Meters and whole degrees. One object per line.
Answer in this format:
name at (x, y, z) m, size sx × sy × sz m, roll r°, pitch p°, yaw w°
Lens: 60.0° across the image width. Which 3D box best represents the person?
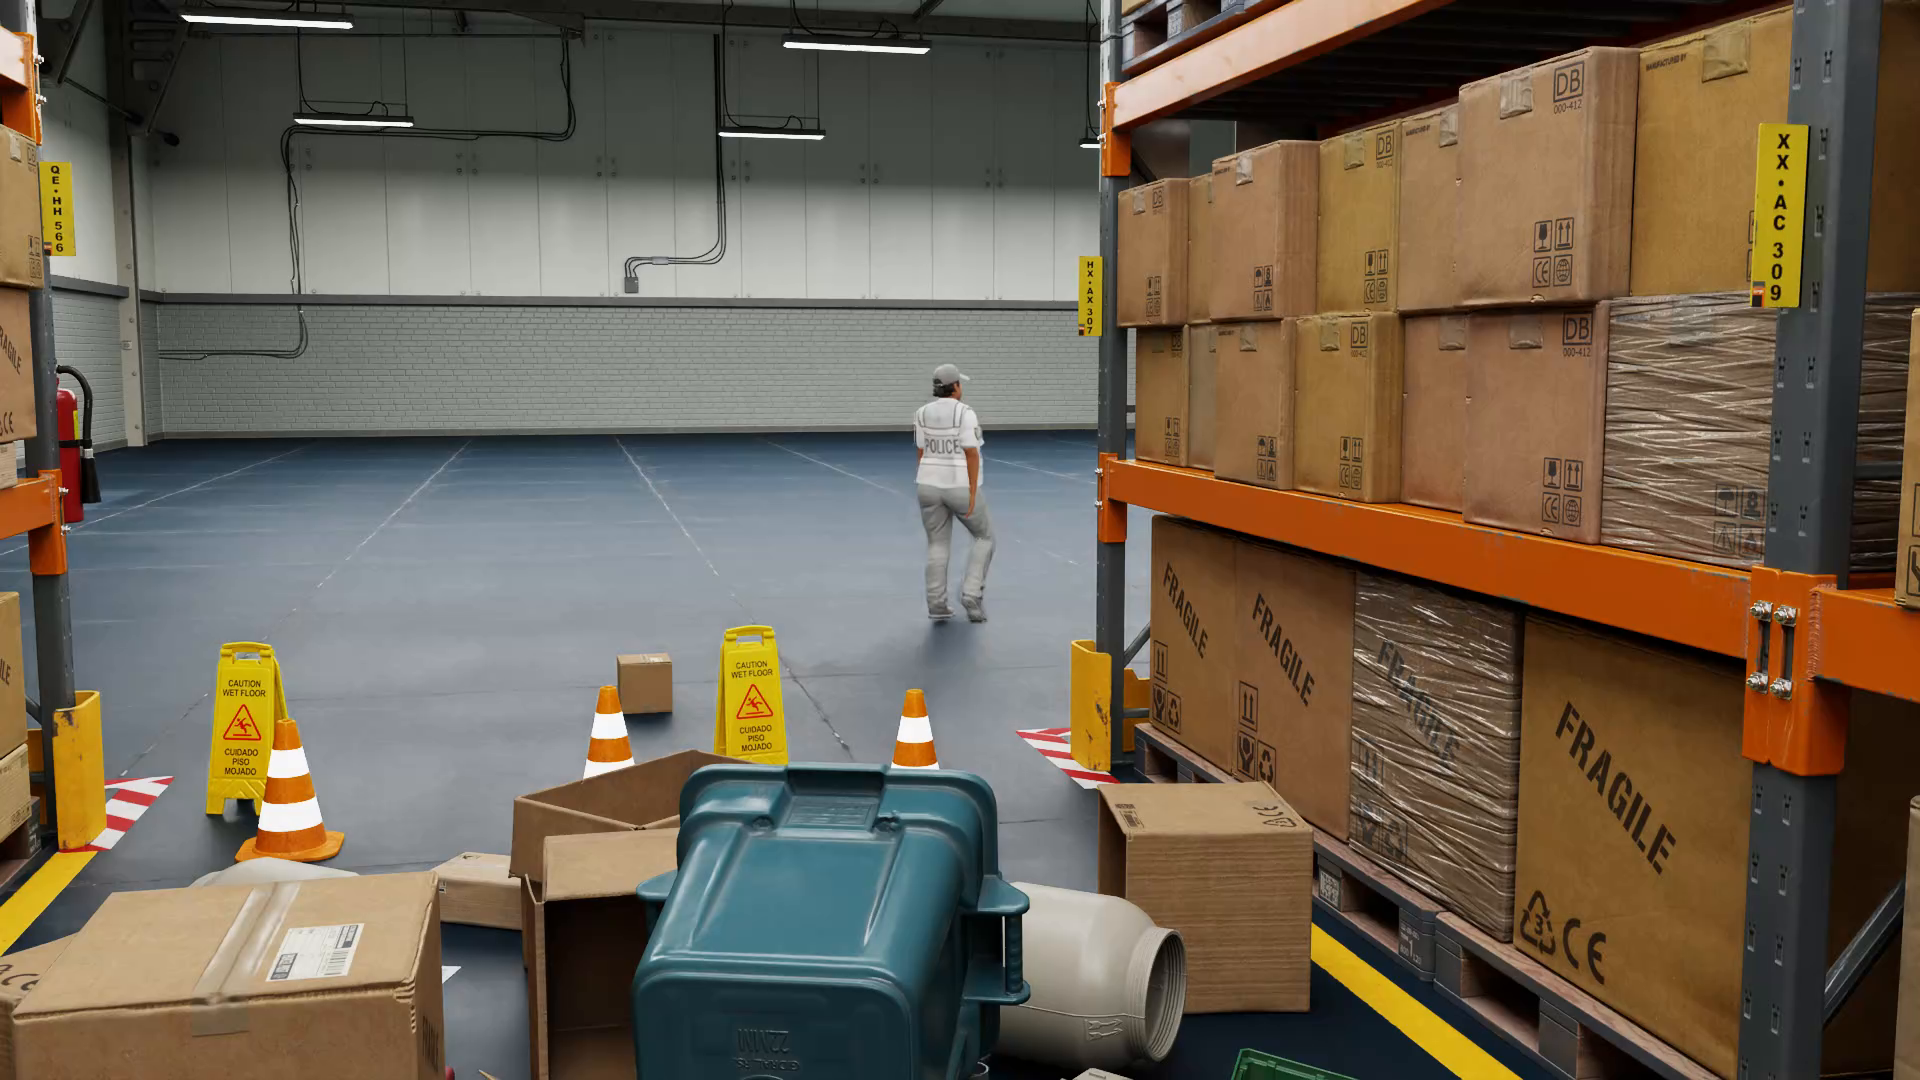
person at (-0.045, -0.291, 10.858) m, size 0.476 × 1.707 × 0.462 m, roll 3°, pitch 7°, yaw 24°
